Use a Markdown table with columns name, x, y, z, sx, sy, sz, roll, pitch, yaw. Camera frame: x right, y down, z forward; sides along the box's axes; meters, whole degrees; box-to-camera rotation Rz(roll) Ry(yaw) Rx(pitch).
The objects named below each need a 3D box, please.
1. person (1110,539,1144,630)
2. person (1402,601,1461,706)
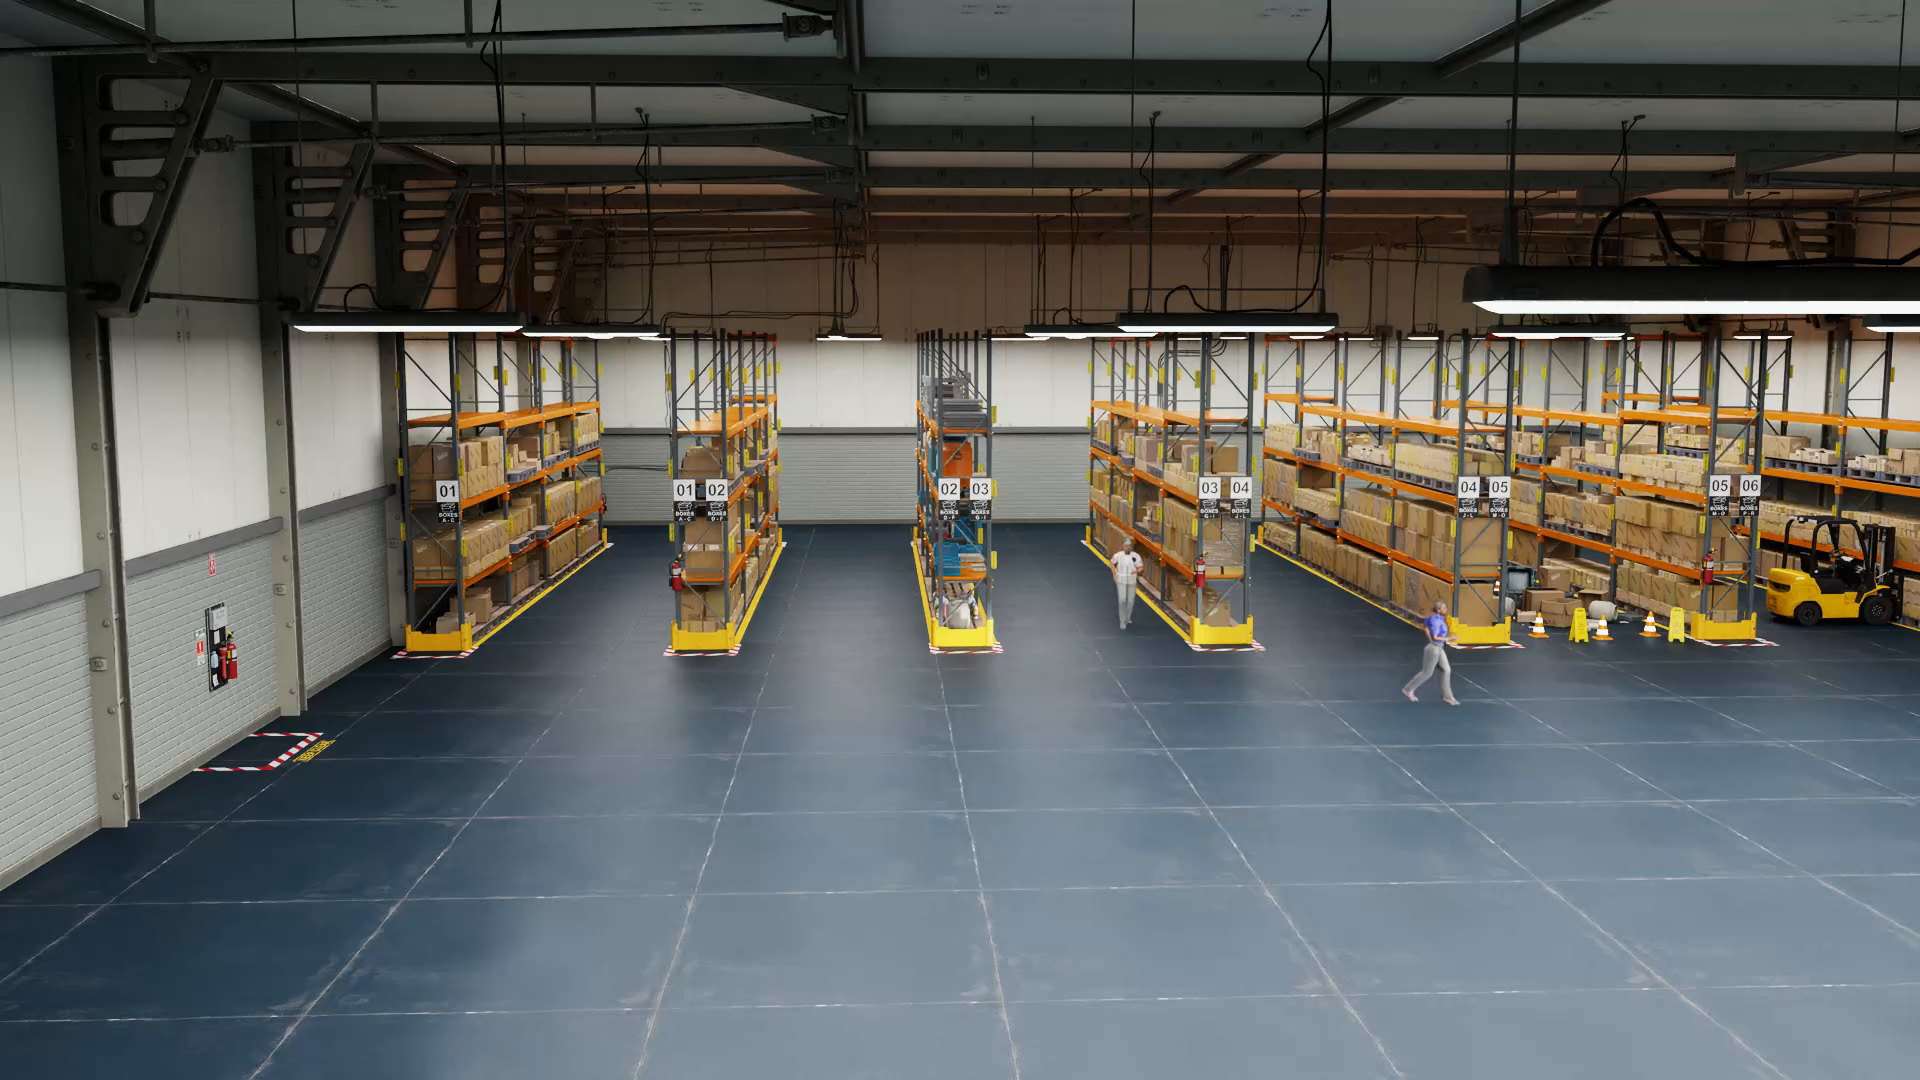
| name | x | y | z | sx | sy | sz | roll | pitch | yaw |
| --- | --- | --- | --- | --- | --- | --- | --- | --- | --- |
| person | 3.391 | 0.879 | 33.712 | 0.662 | 1.842 | 0.717 | 0 | 7 | -1 |
| person | 7.505 | 1.788 | 26.409 | 0.899 | 1.675 | 0.539 | 3 | 7 | 25 |
